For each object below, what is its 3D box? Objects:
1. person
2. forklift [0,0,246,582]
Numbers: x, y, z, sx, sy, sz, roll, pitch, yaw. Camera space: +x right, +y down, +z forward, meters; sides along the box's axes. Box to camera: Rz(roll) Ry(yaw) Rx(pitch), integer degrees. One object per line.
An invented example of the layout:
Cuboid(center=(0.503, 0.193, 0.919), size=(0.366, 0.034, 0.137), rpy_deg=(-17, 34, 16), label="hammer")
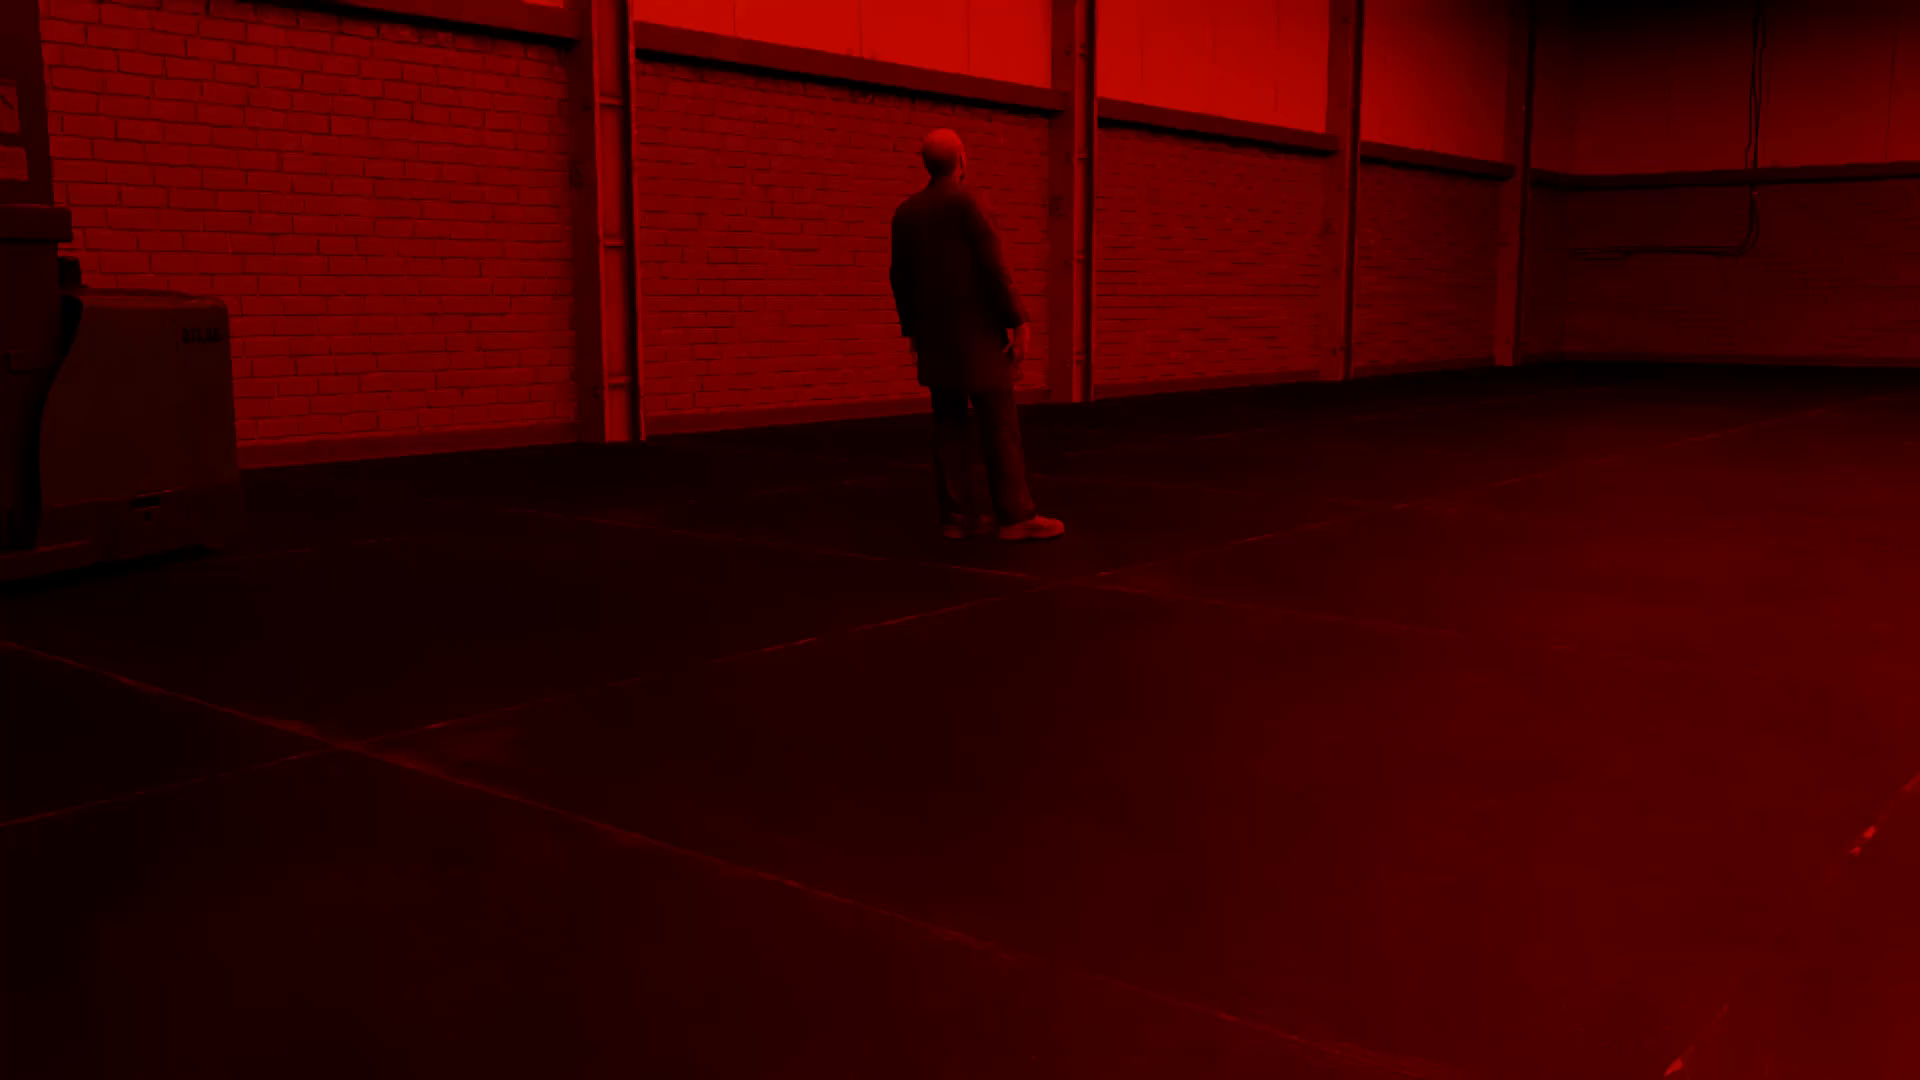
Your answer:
Cuboid(center=(0.061, -0.896, 7.343), size=(0.694, 1.776, 0.580), rpy_deg=(7, 11, 38), label="person")
Cuboid(center=(-3.996, -1.227, 5.670), size=(1.130, 2.935, 3.031), rpy_deg=(3, 9, 19), label="forklift")
